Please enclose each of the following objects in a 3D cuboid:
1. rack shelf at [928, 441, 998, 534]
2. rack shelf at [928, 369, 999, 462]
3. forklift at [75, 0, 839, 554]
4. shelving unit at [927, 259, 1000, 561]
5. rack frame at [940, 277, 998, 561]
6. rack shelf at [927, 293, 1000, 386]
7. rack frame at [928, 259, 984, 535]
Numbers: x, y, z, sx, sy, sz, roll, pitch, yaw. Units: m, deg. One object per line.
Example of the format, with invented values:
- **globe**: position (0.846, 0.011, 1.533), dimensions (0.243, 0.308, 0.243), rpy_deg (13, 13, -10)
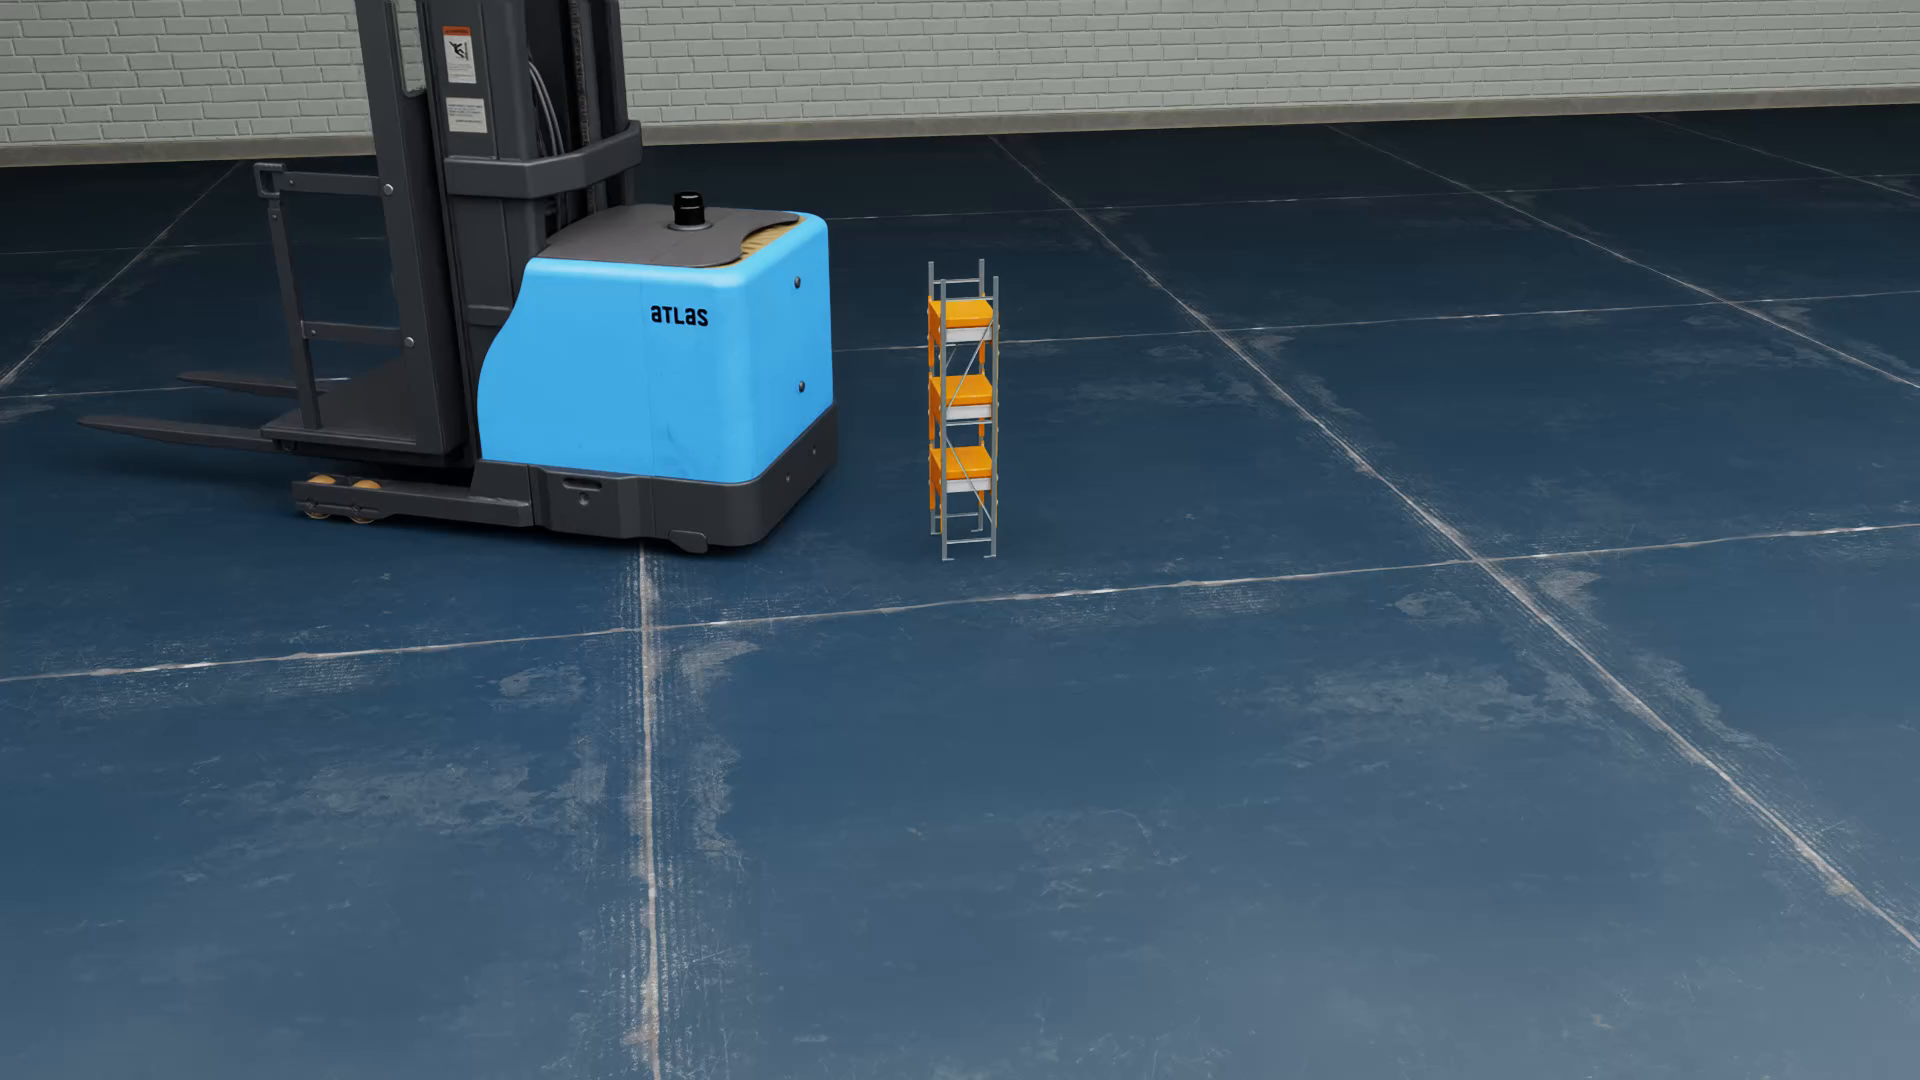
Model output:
- **rack shelf**: position (0.010, -0.196, 6.107), dimensions (0.215, 0.259, 0.240), rpy_deg (-4, 24, -10)
- **rack shelf**: position (0.010, -0.450, 5.996), dimensions (0.215, 0.259, 0.240), rpy_deg (-4, 24, -10)
- **forklift**: position (-2.076, -1.600, 6.252), dimensions (3.031, 2.935, 1.130), rpy_deg (6, 24, 13)
- **shelving unit**: position (0.010, -0.460, 5.992), dimensions (0.215, 1.050, 0.252), rpy_deg (-4, 24, -10)
- **rack frame**: position (0.032, -0.412, 5.882), dimensions (0.200, 1.050, 0.008), rpy_deg (-4, 24, -10)
- **rack shelf**: position (0.010, -0.710, 5.882), dimensions (0.215, 0.259, 0.240), rpy_deg (-4, 24, -10)
- **rack frame**: position (-0.013, -0.508, 6.102), dimensions (0.200, 1.050, 0.008), rpy_deg (-4, 24, -10)
